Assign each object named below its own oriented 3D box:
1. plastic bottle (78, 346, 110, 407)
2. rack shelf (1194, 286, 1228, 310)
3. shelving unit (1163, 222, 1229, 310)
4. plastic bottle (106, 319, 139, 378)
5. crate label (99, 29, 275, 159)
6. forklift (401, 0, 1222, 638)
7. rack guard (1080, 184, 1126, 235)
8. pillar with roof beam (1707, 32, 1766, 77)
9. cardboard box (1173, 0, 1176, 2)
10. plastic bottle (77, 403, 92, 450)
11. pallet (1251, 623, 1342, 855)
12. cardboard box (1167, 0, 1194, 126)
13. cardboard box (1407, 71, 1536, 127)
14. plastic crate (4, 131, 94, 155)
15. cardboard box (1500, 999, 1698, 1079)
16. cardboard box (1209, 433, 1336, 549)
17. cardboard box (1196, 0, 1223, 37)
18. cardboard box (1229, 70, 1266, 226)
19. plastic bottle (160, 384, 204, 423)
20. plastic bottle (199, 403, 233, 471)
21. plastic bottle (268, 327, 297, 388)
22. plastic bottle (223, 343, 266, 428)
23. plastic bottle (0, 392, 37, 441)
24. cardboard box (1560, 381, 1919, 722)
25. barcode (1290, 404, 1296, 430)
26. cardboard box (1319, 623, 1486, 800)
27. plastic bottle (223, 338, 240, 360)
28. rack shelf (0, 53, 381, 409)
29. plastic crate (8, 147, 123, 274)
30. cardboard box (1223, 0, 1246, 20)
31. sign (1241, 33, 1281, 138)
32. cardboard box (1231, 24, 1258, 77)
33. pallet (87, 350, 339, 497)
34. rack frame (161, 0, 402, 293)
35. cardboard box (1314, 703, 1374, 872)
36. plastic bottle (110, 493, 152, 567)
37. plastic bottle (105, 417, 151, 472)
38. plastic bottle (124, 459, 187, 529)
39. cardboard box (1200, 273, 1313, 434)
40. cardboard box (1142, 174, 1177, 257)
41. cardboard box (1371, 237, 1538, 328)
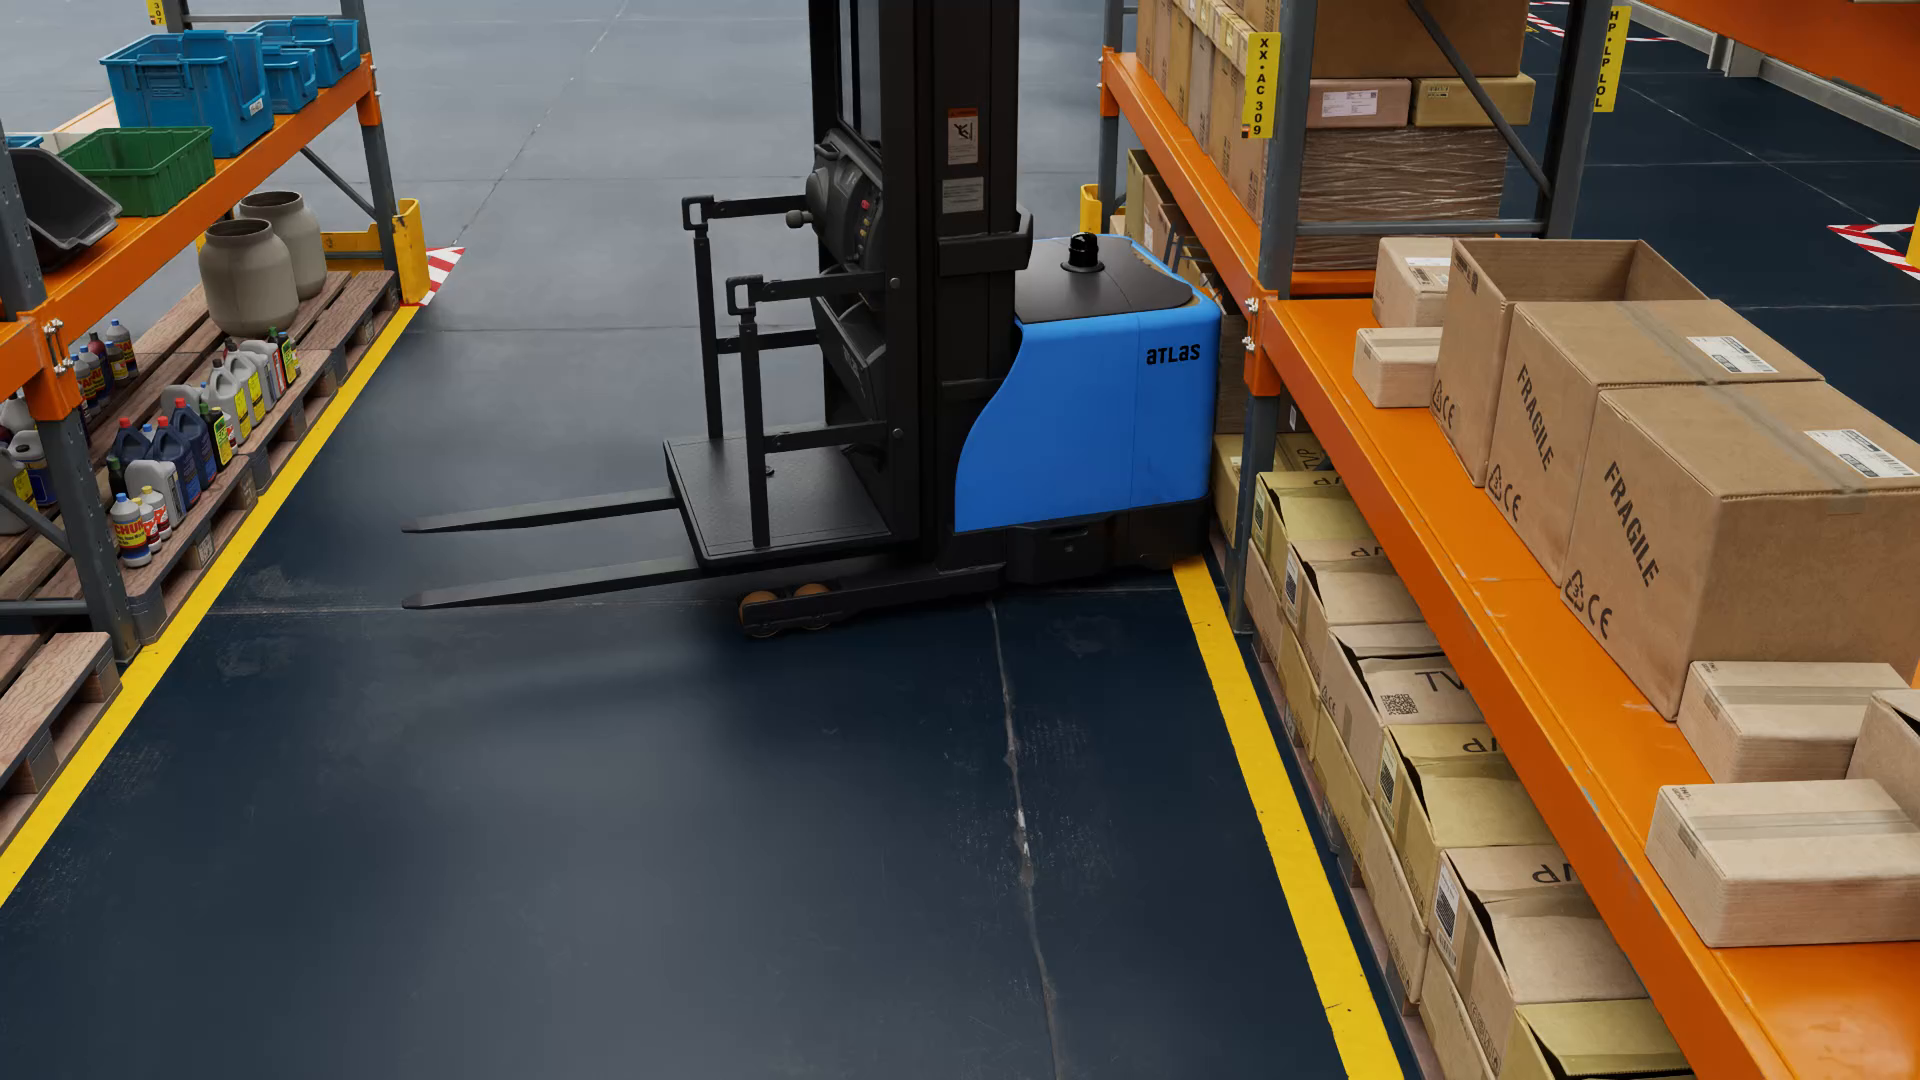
[{"bbox_3d":[-3.857,-0.729,7.380,0.097,0.271,0.097,0,28,0],"label":"plastic bottle"},{"bbox_3d":[0.906,-0.936,6.554,0.258,0.103,0.180,7,26,-7],"label":"rack shelf"},{"bbox_3d":[0.857,-0.656,6.691,0.258,1.200,0.189,7,26,-7],"label":"shelving unit"},{"bbox_3d":[-3.875,-0.888,7.683,0.097,0.271,0.097,0,28,0],"label":"plastic bottle"},{"bbox_3d":[-3.293,-1.919,7.148,0.502,0.435,0.616,-1,28,-3],"label":"crate label"},{"bbox_3d":[-0.598,-1.216,5.912,3.031,2.935,1.130,-8,29,-15],"label":"forklift"},{"bbox_3d":[1.287,-1.768,9.599,1.175,0.500,0.348,-1,28,-3],"label":"rack guard"},{"bbox_3d":[2.523,-8.011,12.378,9.100,9.000,0.400,-1,28,-3],"label":"pillar with roof beam"},{"bbox_3d":[1.149,-2.534,7.555,0.380,0.149,0.250,-2,28,-4],"label":"cardboard box"},{"bbox_3d":[-3.697,-0.497,6.921,0.061,0.283,0.133,-1,28,-3],"label":"plastic bottle"},{"bbox_3d":[1.574,0.558,5.452,1.003,0.211,1.213,-1,28,-3],"label":"pallet"},{"bbox_3d":[1.352,-2.222,7.658,0.700,0.500,0.500,-1,28,-2],"label":"cardboard box"},{"bbox_3d":[1.676,-1.479,5.532,0.380,0.149,0.250,-1,28,-3],"label":"cardboard box"},{"bbox_3d":[-3.788,-1.527,6.719,0.530,0.136,0.437,-1,28,-3],"label":"plastic crate"},{"bbox_3d":[1.399,1.138,3.237,0.500,0.311,0.500,-2,28,-3],"label":"cardboard box"},{"bbox_3d":[1.254,-0.194,6.397,0.500,0.250,0.500,-1,28,-3],"label":"cardboard box"},{"bbox_3d":[1.187,-2.179,6.875,0.380,0.149,0.250,-1,28,-1],"label":"cardboard box"},{"bbox_3d":[1.433,-1.510,6.294,0.700,0.500,0.500,-2,28,-3],"label":"cardboard box"},{"bbox_3d":[-3.256,-0.538,7.008,0.152,0.276,0.135,-1,28,-3],"label":"plastic bottle"},{"bbox_3d":[-3.055,-0.438,6.807,0.061,0.283,0.133,0,28,0],"label":"plastic bottle"},{"bbox_3d":[-3.101,-0.847,7.592,0.061,0.283,0.133,-1,28,-1],"label":"plastic bottle"},{"bbox_3d":[-3.119,-0.673,7.185,0.144,0.351,0.185,0,28,-1],"label":"plastic bottle"},{"bbox_3d":[-3.798,-0.449,6.755,0.144,0.351,0.185,-2,28,-3],"label":"plastic bottle"},{"bbox_3d":[1.602,0.011,3.378,0.500,0.500,0.500,-3,28,-5],"label":"cardboard box"},{"bbox_3d":[1.094,-0.402,5.467,0.001,0.075,0.075,-1,28,-3],"label":"barcode"},{"bbox_3d":[1.319,0.434,4.588,0.500,0.311,0.500,-2,28,-4],"label":"cardboard box"},{"bbox_3d":[-3.246,-0.780,7.464,0.061,0.283,0.133,-1,28,-3],"label":"plastic bottle"},{"bbox_3d":[-3.554,-1.505,7.169,1.077,0.370,4.000,-1,28,-3],"label":"rack shelf"},{"bbox_3d":[-3.350,-1.117,5.716,0.767,0.338,0.504,-1,28,-3],"label":"plastic crate"},{"bbox_3d":[1.414,-2.307,6.418,0.700,0.500,0.500,-1,28,-3],"label":"cardboard box"},{"bbox_3d":[0.943,-1.423,5.212,0.100,0.325,0.005,-1,28,-3],"label":"sign"},{"bbox_3d":[1.227,-1.827,6.199,0.380,0.149,0.250,-1,28,-3],"label":"cardboard box"},{"bbox_3d":[-3.510,-0.539,7.556,1.003,0.211,1.213,-1,28,-3],"label":"pallet"},{"bbox_3d":[-3.659,-2.747,8.774,1.000,3.000,0.127,-1,28,-3],"label":"rack frame"},{"bbox_3d":[1.326,0.683,4.717,0.500,0.250,0.500,-2,28,-4],"label":"cardboard box"},{"bbox_3d":[-3.029,-0.043,6.063,0.097,0.271,0.097,0,28,0],"label":"plastic bottle"},{"bbox_3d":[-3.222,-0.300,6.470,0.144,0.351,0.185,-1,28,-3],"label":"plastic bottle"},{"bbox_3d":[-3.073,-0.194,6.347,0.152,0.276,0.135,0,28,-1],"label":"plastic bottle"},{"bbox_3d":[1.240,-0.757,6.667,0.500,0.500,0.500,-1,28,-3],"label":"cardboard box"},{"bbox_3d":[1.161,-1.450,7.995,0.500,0.500,0.500,-1,28,-3],"label":"cardboard box"},{"bbox_3d":[1.566,-0.725,5.059,0.500,0.250,0.500,0,28,1],"label":"cardboard box"}]
